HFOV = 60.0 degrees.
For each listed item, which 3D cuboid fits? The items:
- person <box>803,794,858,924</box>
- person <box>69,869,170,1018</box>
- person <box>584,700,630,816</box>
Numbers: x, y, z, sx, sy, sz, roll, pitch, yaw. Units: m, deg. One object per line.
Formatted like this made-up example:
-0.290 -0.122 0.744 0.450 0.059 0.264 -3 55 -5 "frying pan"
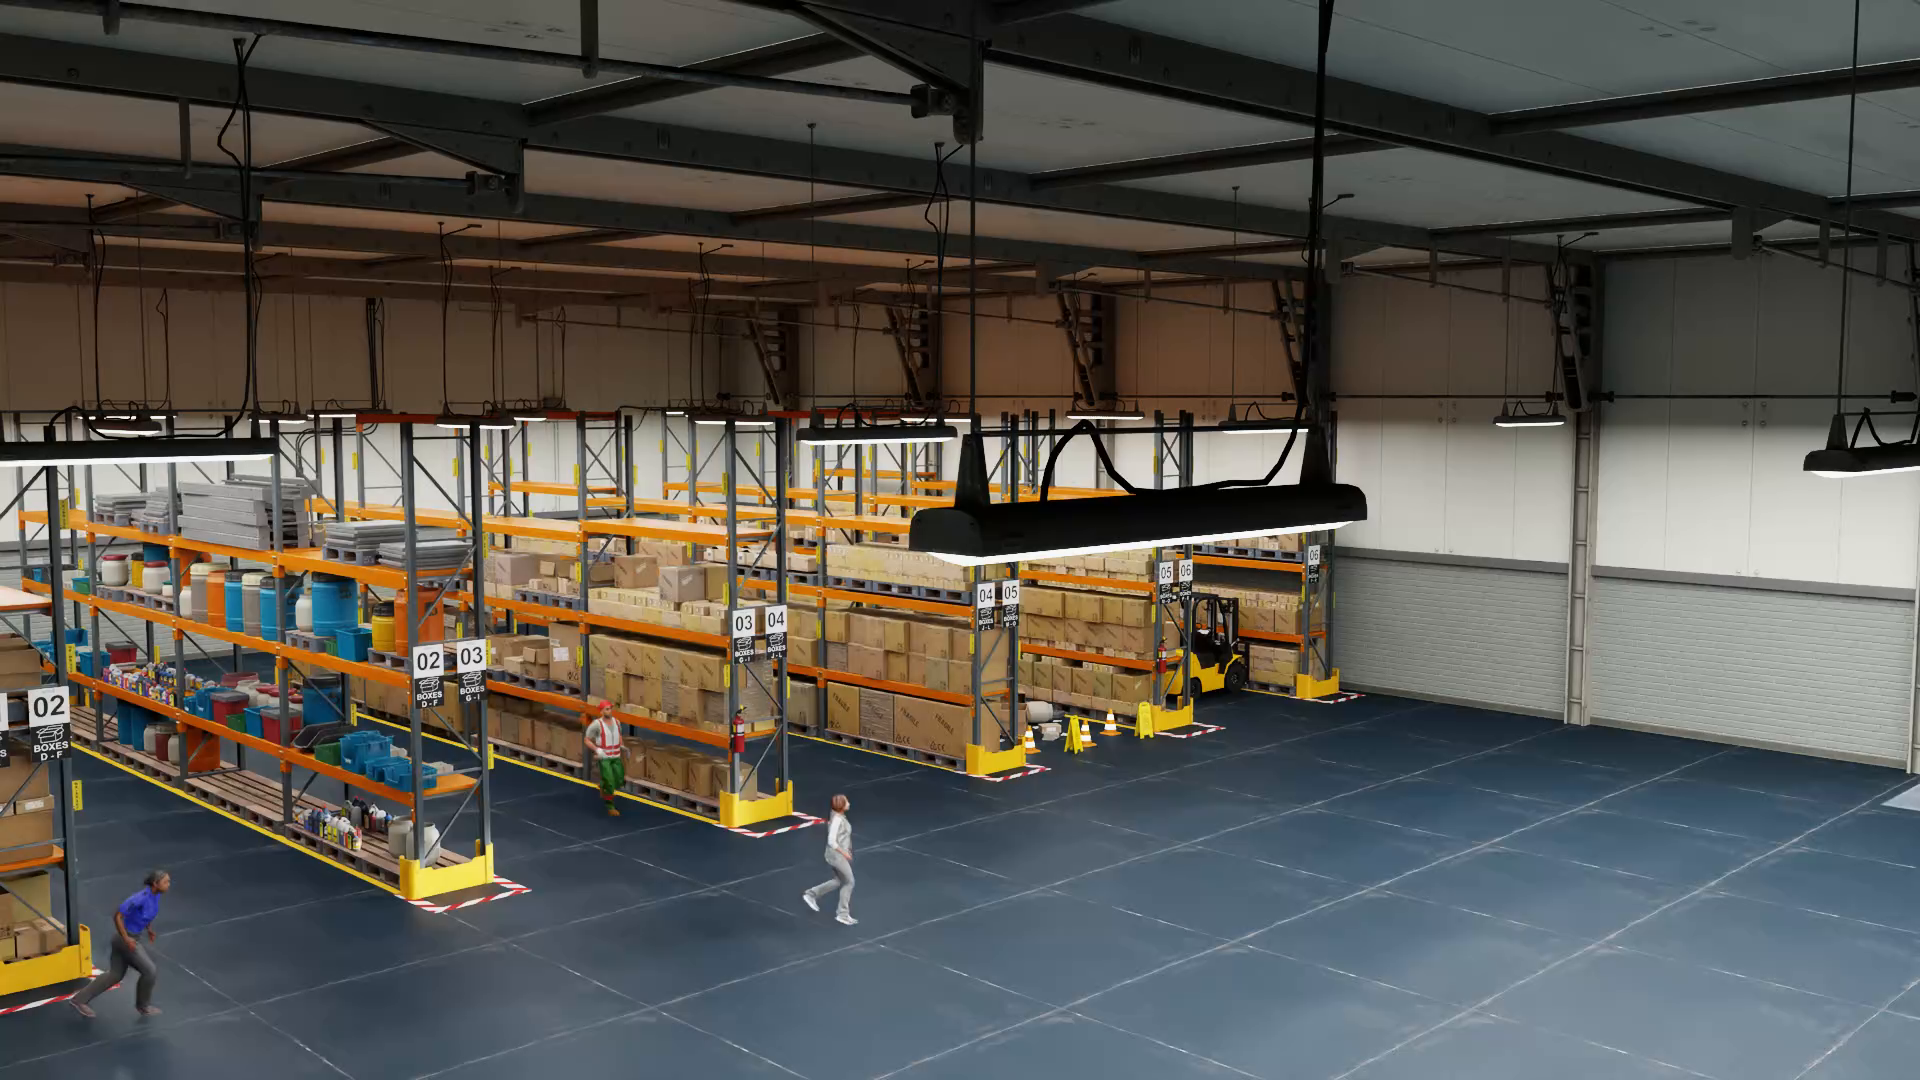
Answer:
-1.558 3.825 19.924 0.659 1.602 0.555 -1 5 -7 "person"
-8.551 4.140 16.946 0.981 1.543 0.582 -1 5 -8 "person"
-5.373 3.283 25.183 0.615 1.745 0.656 5 7 44 "person"
